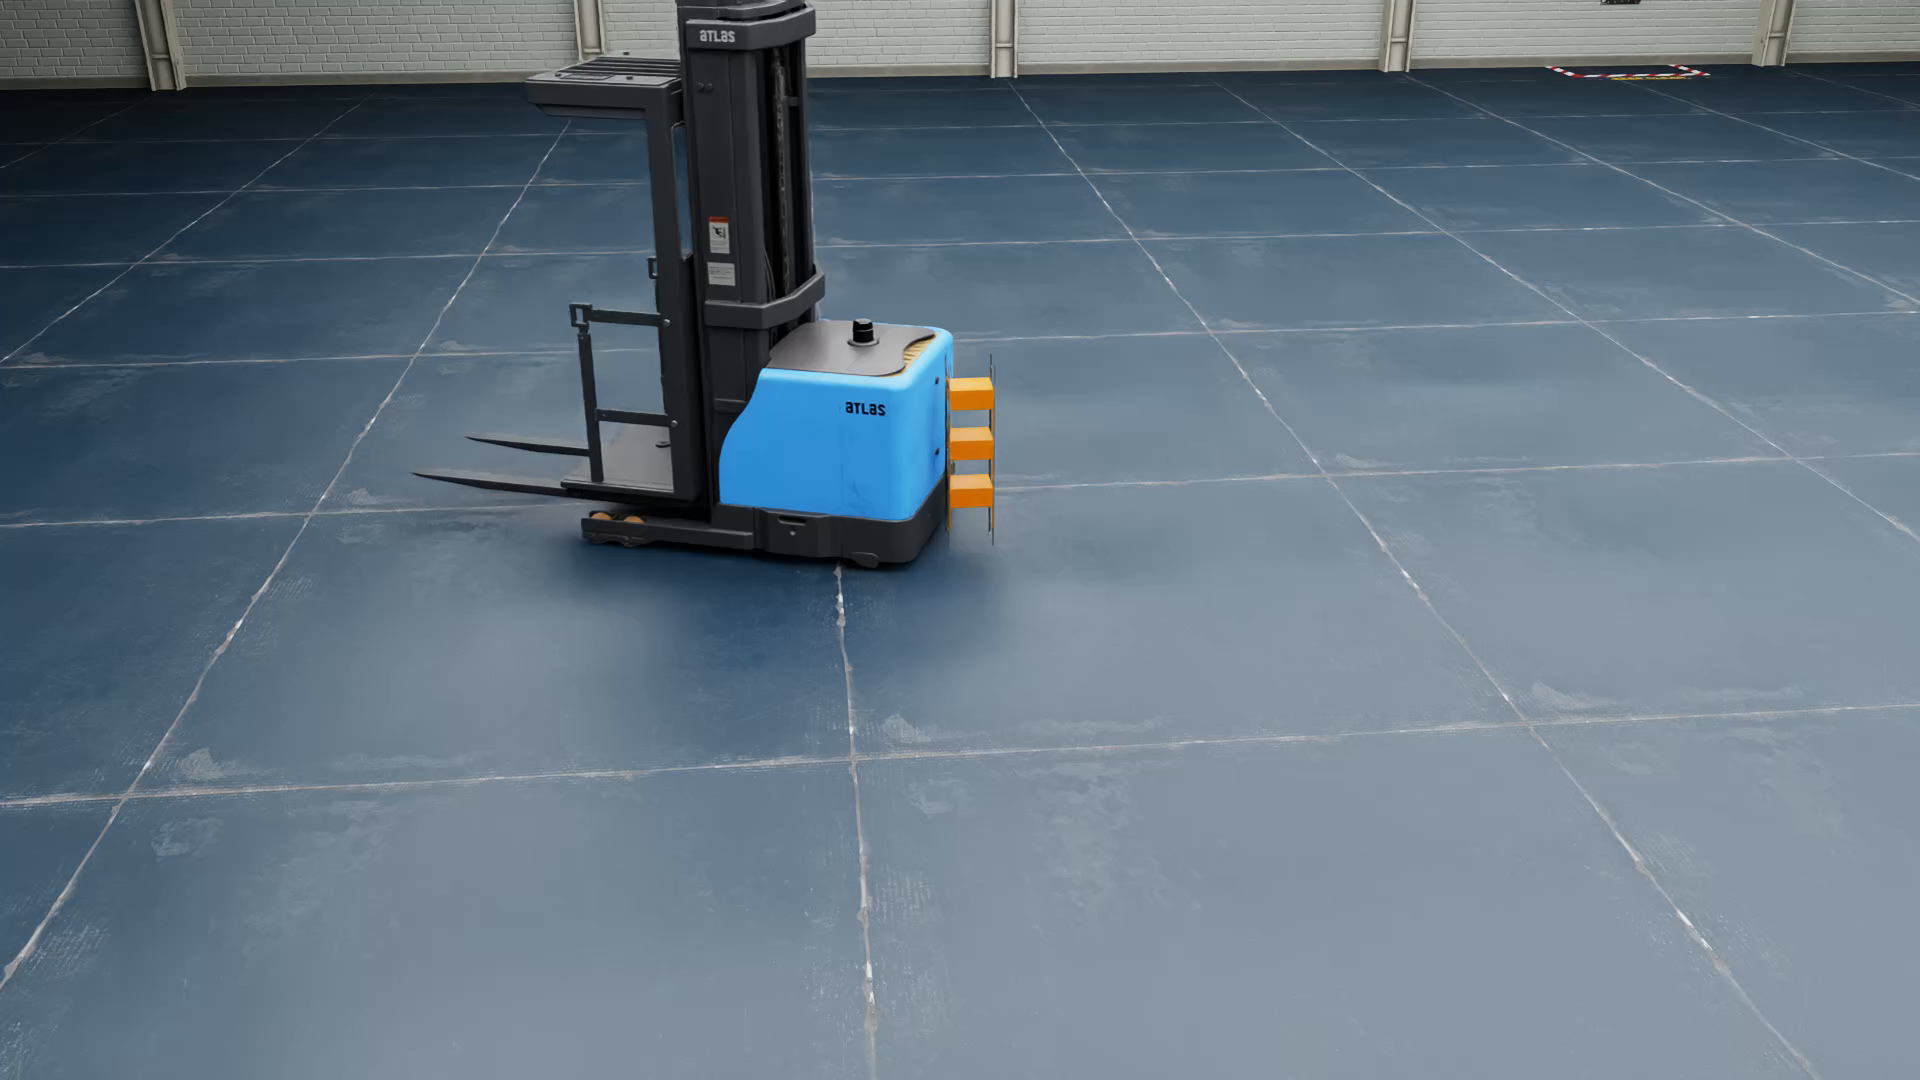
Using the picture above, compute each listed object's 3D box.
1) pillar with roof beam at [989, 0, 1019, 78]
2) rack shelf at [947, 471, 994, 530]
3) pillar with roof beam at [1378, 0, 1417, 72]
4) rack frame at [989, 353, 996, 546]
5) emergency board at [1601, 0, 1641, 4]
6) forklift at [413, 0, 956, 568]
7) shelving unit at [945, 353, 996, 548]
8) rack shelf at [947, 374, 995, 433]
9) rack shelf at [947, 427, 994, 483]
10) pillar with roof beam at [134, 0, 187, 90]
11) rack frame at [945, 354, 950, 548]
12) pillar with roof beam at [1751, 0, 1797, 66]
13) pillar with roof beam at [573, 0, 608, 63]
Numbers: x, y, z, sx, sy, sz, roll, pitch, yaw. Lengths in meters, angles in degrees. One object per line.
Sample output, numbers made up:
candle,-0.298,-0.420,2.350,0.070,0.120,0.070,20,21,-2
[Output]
pillar with roof beam,1.067,-9.304,19.103,0.400,9.000,9.100,-2,24,-5
rack shelf,0.053,-0.218,9.159,0.240,0.259,0.215,-2,24,-5
pillar with roof beam,7.038,-9.544,19.642,0.400,9.000,9.100,-2,24,-5
rack frame,0.175,-0.487,9.053,0.008,1.050,0.200,-2,24,-5
emergency board,10.112,-8.706,25.143,0.626,1.169,0.157,-2,24,-5
forklift,-1.599,-1.499,9.015,3.031,2.935,1.130,6,25,13
shelving unit,0.053,-0.482,9.042,0.252,1.050,0.215,-2,24,-5
rack shelf,0.053,-0.732,8.931,0.240,0.259,0.215,-2,24,-5
rack shelf,0.053,-0.472,9.046,0.240,0.259,0.215,-2,24,-5
pillar with roof beam,-10.875,-8.825,18.026,0.400,9.000,9.100,-2,24,-5
rack frame,-0.068,-0.477,9.031,0.008,1.050,0.200,-2,24,-5
pillar with roof beam,13.009,-9.783,20.181,0.400,9.000,9.100,-2,24,-5
pillar with roof beam,-4.904,-9.065,18.565,0.400,9.000,9.100,-2,24,-5
